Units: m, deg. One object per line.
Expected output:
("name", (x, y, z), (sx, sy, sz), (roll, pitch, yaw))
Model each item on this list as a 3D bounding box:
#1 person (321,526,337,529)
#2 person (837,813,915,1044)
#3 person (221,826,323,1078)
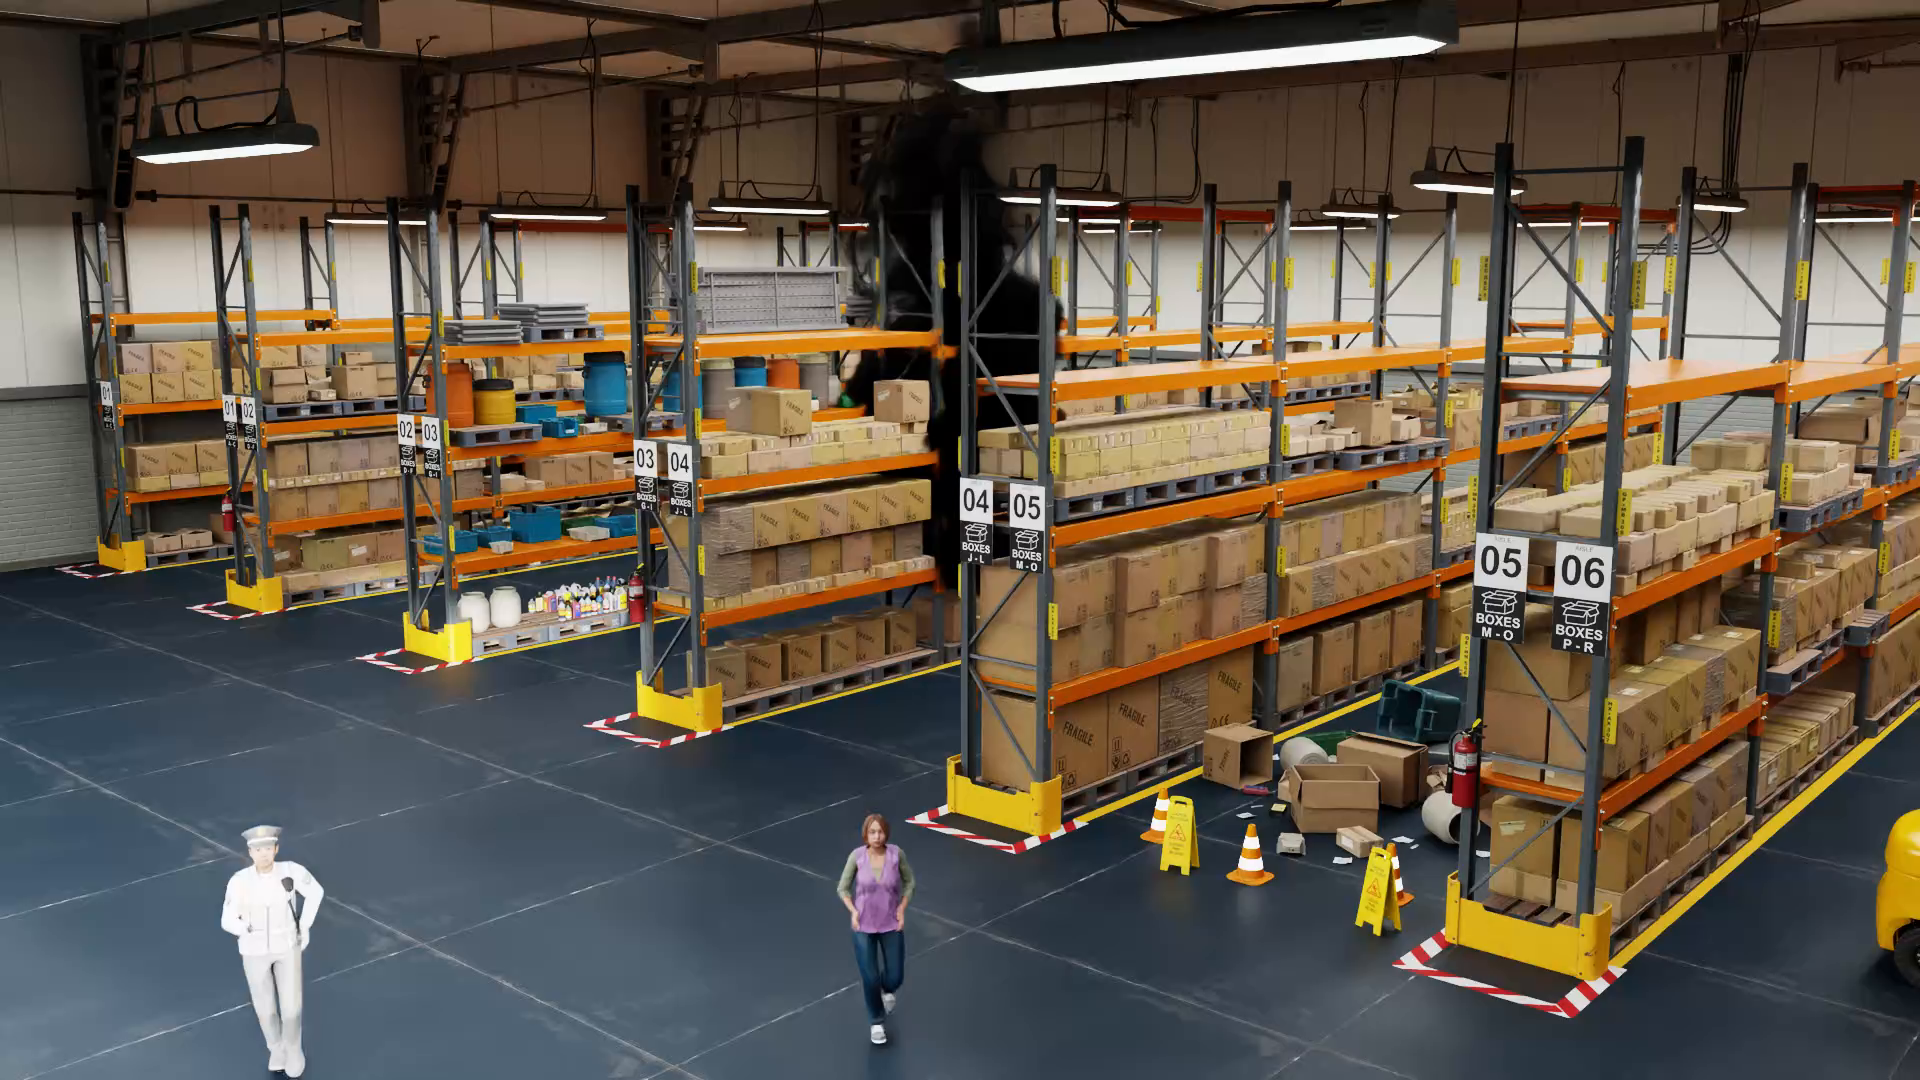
("person", (-10.580, -0.260, 27.926), (0.603, 1.643, 0.593), (6, 11, 30))
("person", (-0.555, 2.581, 11.117), (0.532, 1.550, 0.560), (-1, 10, -6))
("person", (-4.332, 2.619, 10.506), (0.596, 1.690, 0.614), (-3, 10, -18))
